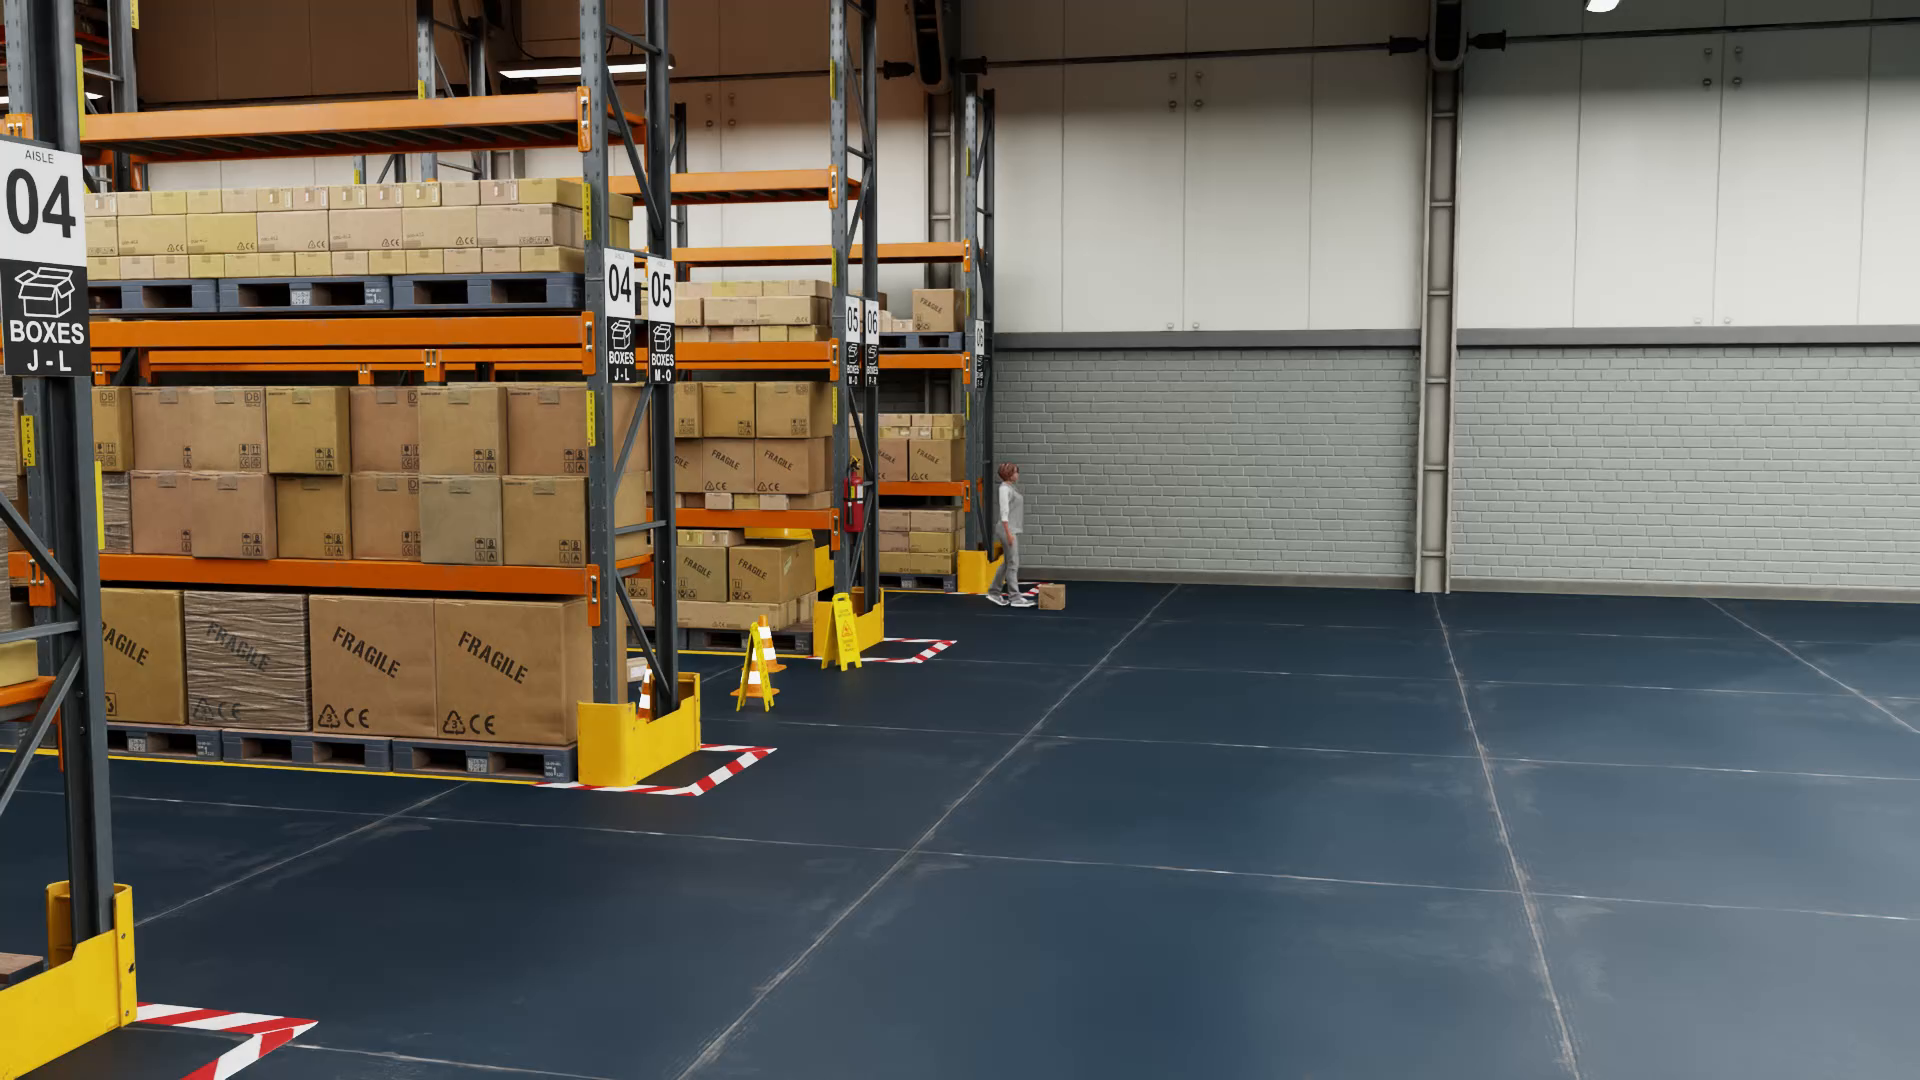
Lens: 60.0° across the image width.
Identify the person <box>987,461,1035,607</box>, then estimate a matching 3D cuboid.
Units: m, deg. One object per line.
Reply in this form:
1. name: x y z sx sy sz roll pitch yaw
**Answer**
1. person: 0.559 -0.056 18.244 0.568 1.617 0.427 1 5 14
